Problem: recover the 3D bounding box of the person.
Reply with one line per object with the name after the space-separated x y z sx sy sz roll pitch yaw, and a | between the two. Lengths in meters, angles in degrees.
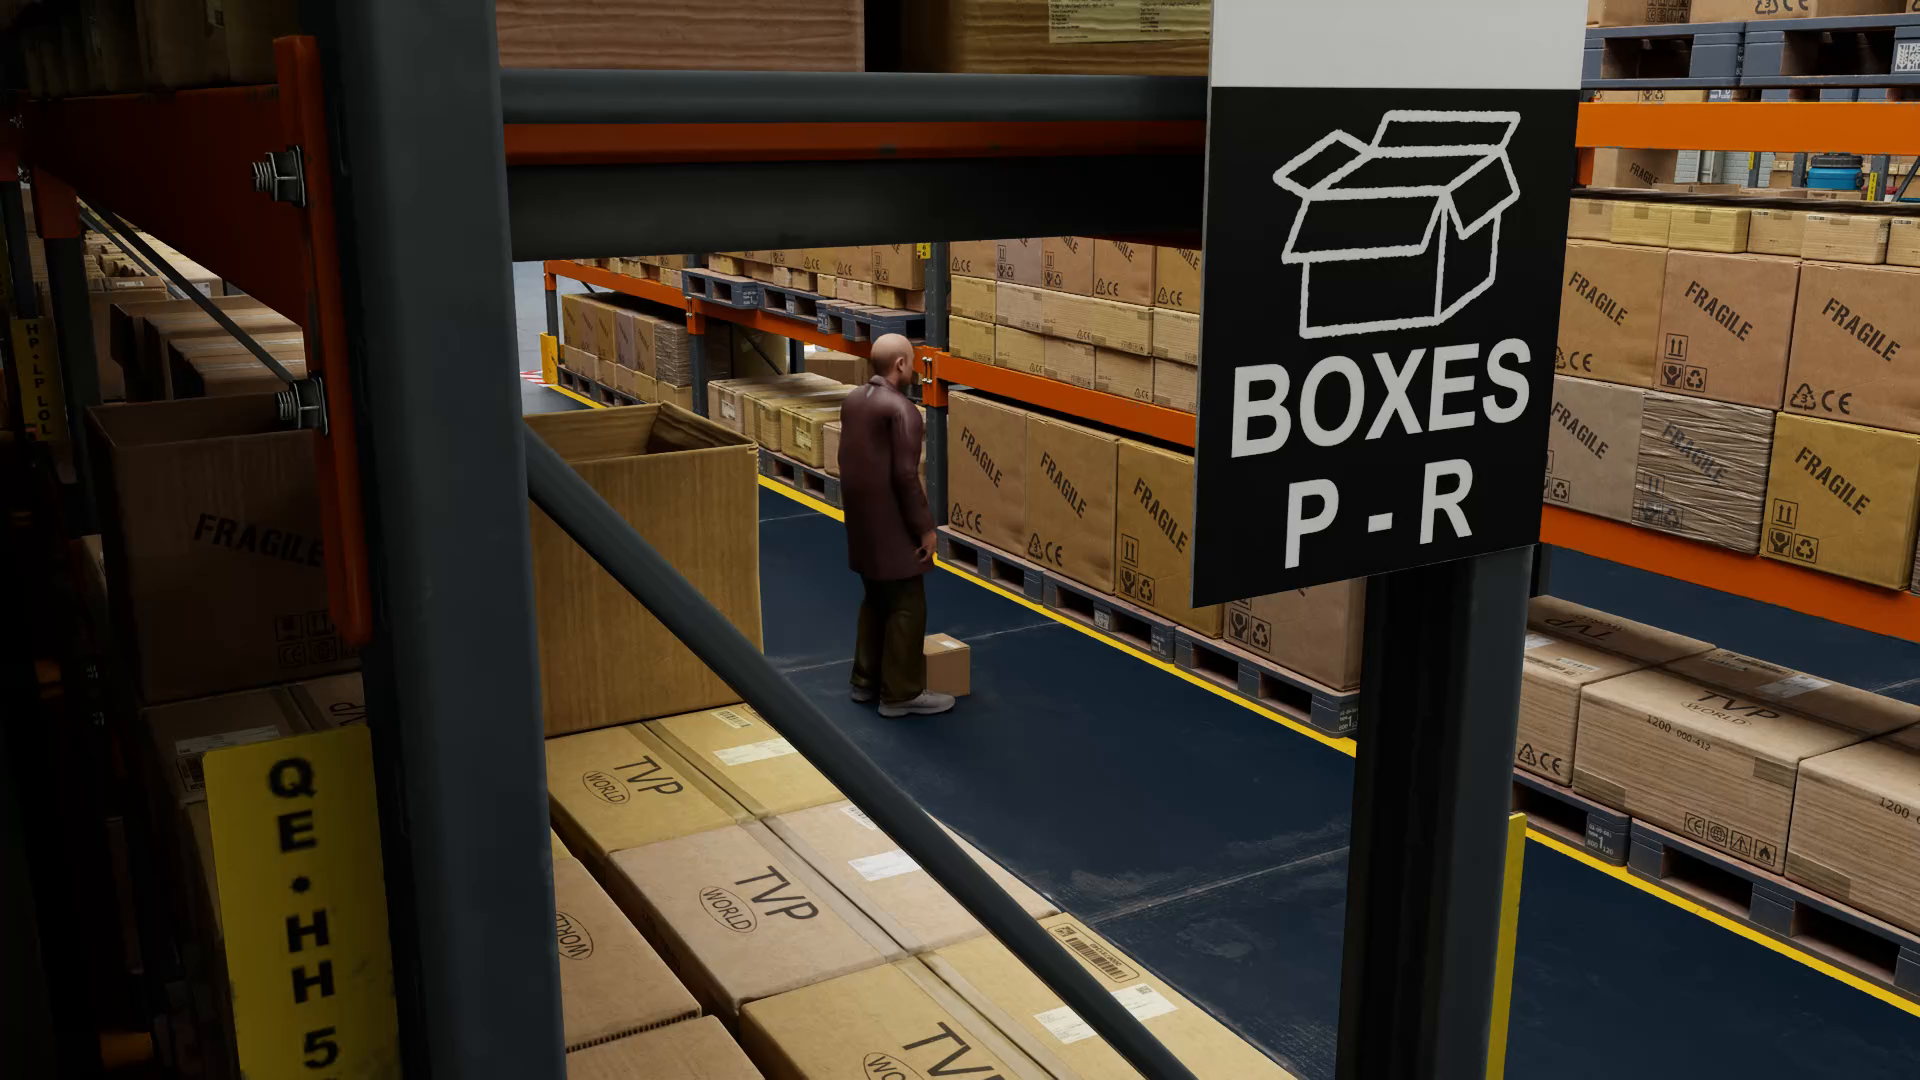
-0.340 -0.082 7.838 0.418 1.774 0.656 -9 17 -32 | person
